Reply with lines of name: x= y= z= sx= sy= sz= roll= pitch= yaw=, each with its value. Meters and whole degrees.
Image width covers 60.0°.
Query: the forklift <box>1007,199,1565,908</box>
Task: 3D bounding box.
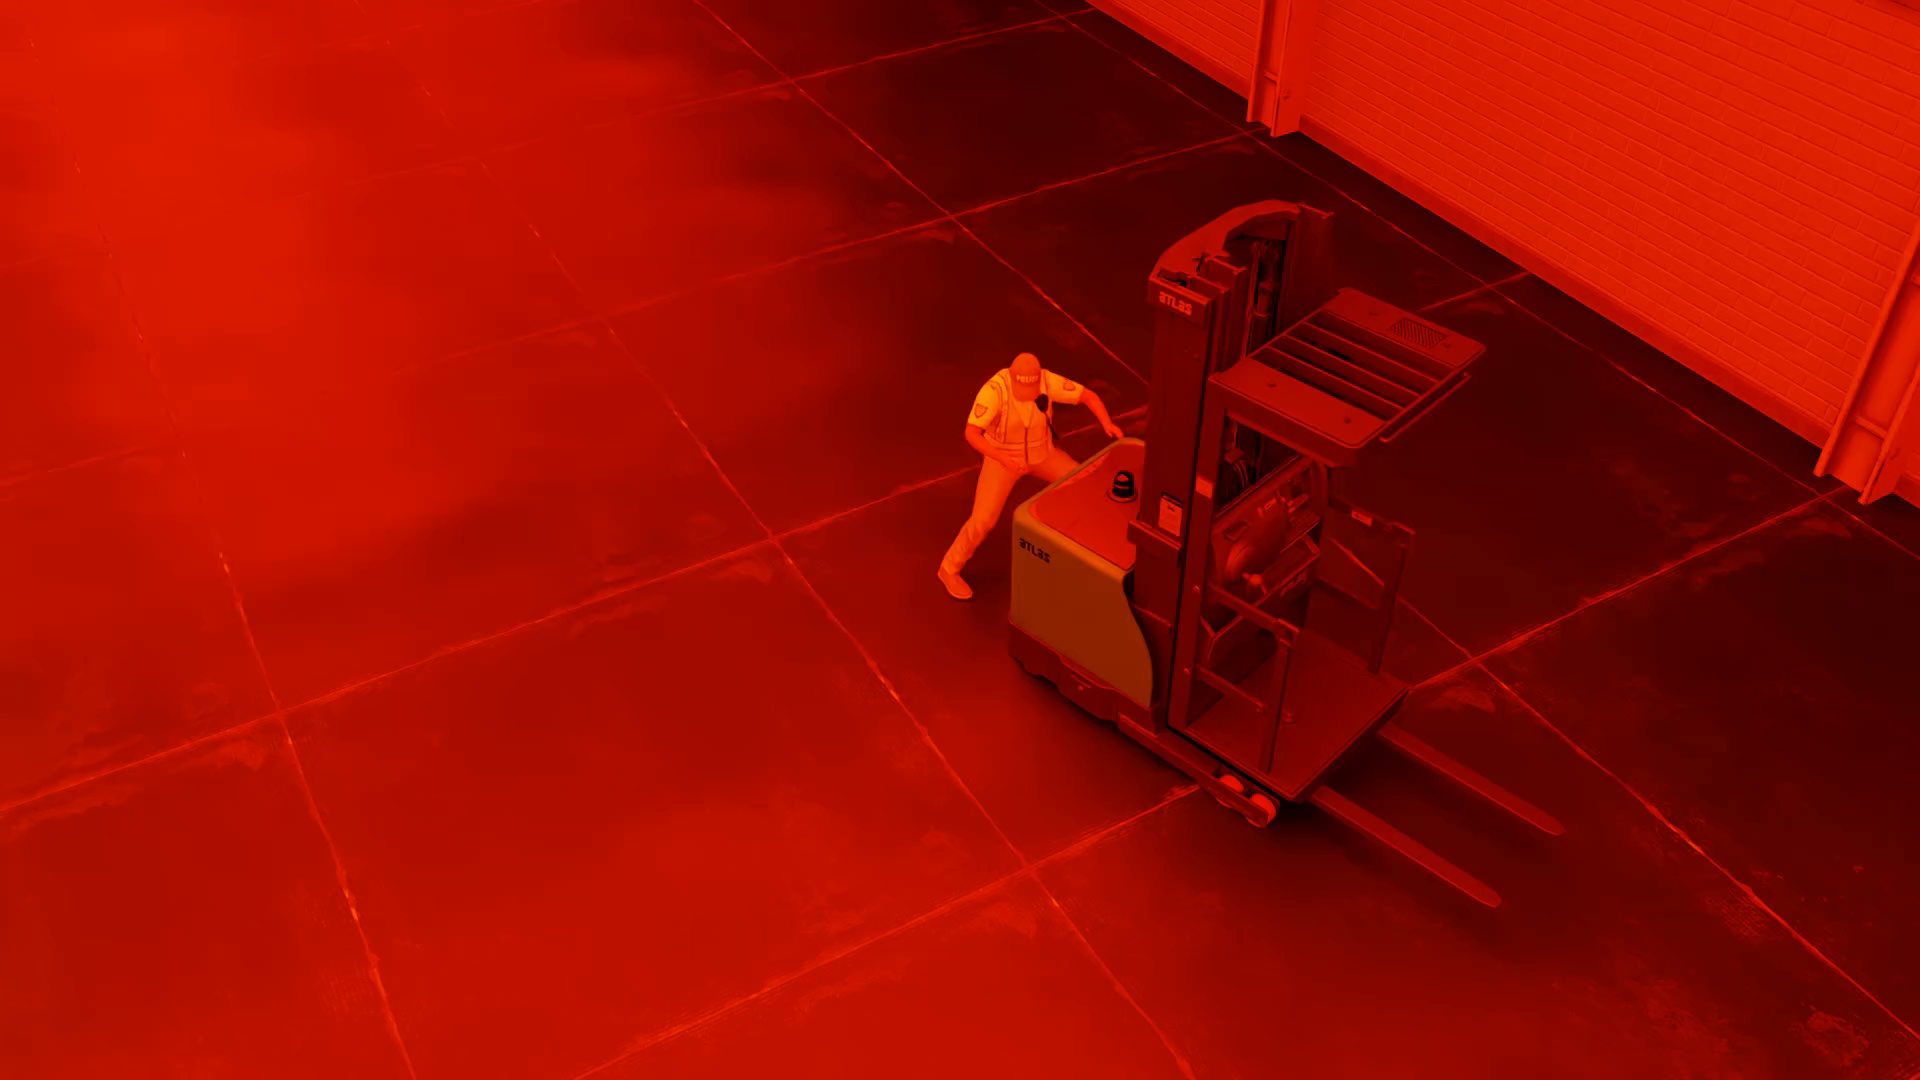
forklift: x=1.679 y=-0.034 z=8.077 sx=3.031 sy=2.935 sz=1.130 roll=31 pitch=49 yaw=32

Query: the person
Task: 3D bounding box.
person: x=0.431 y=-0.468 z=9.767 sx=1.202 sy=1.441 sz=0.661 roll=-9 pitch=40 yaw=-10
